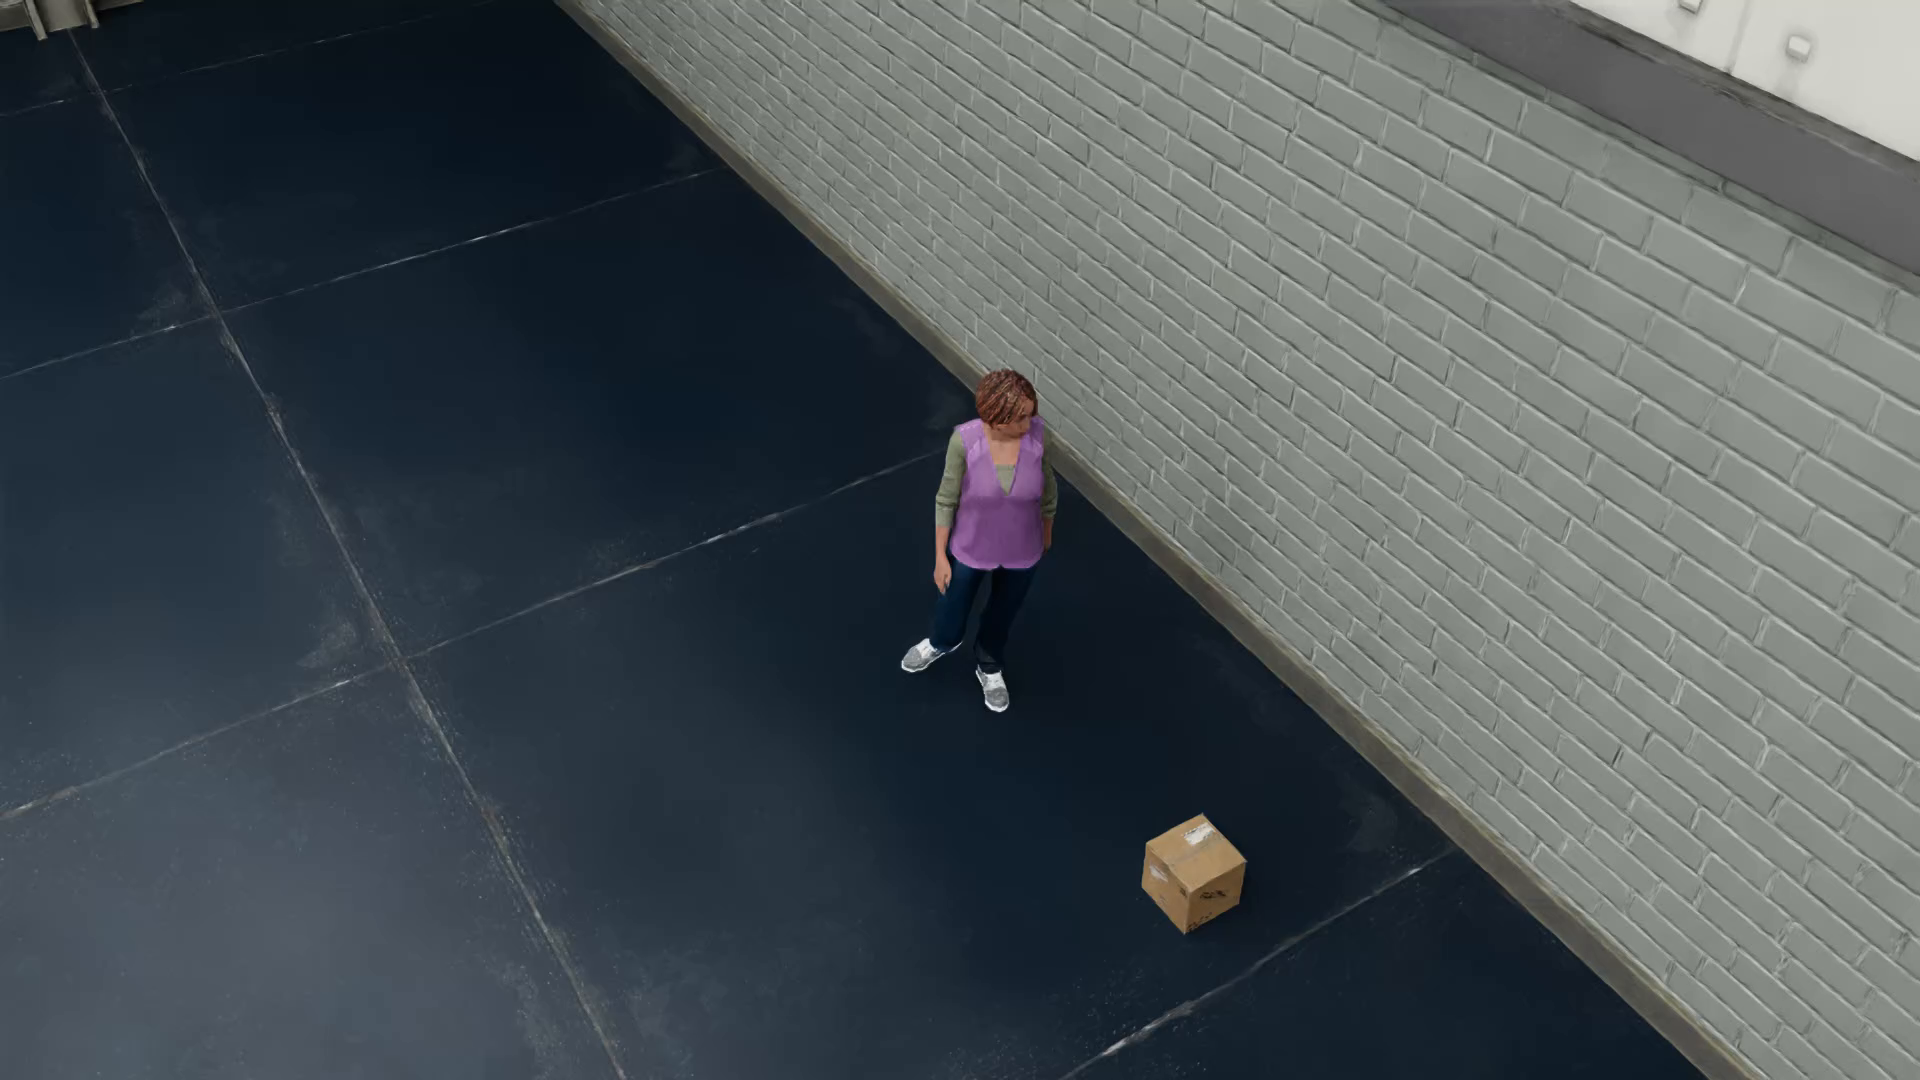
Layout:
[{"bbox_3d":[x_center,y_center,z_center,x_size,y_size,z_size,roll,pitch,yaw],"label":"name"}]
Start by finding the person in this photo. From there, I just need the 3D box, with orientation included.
[{"bbox_3d":[0.067,0.002,6.140,0.580,1.590,0.420,-5,42,-5],"label":"person"}]
